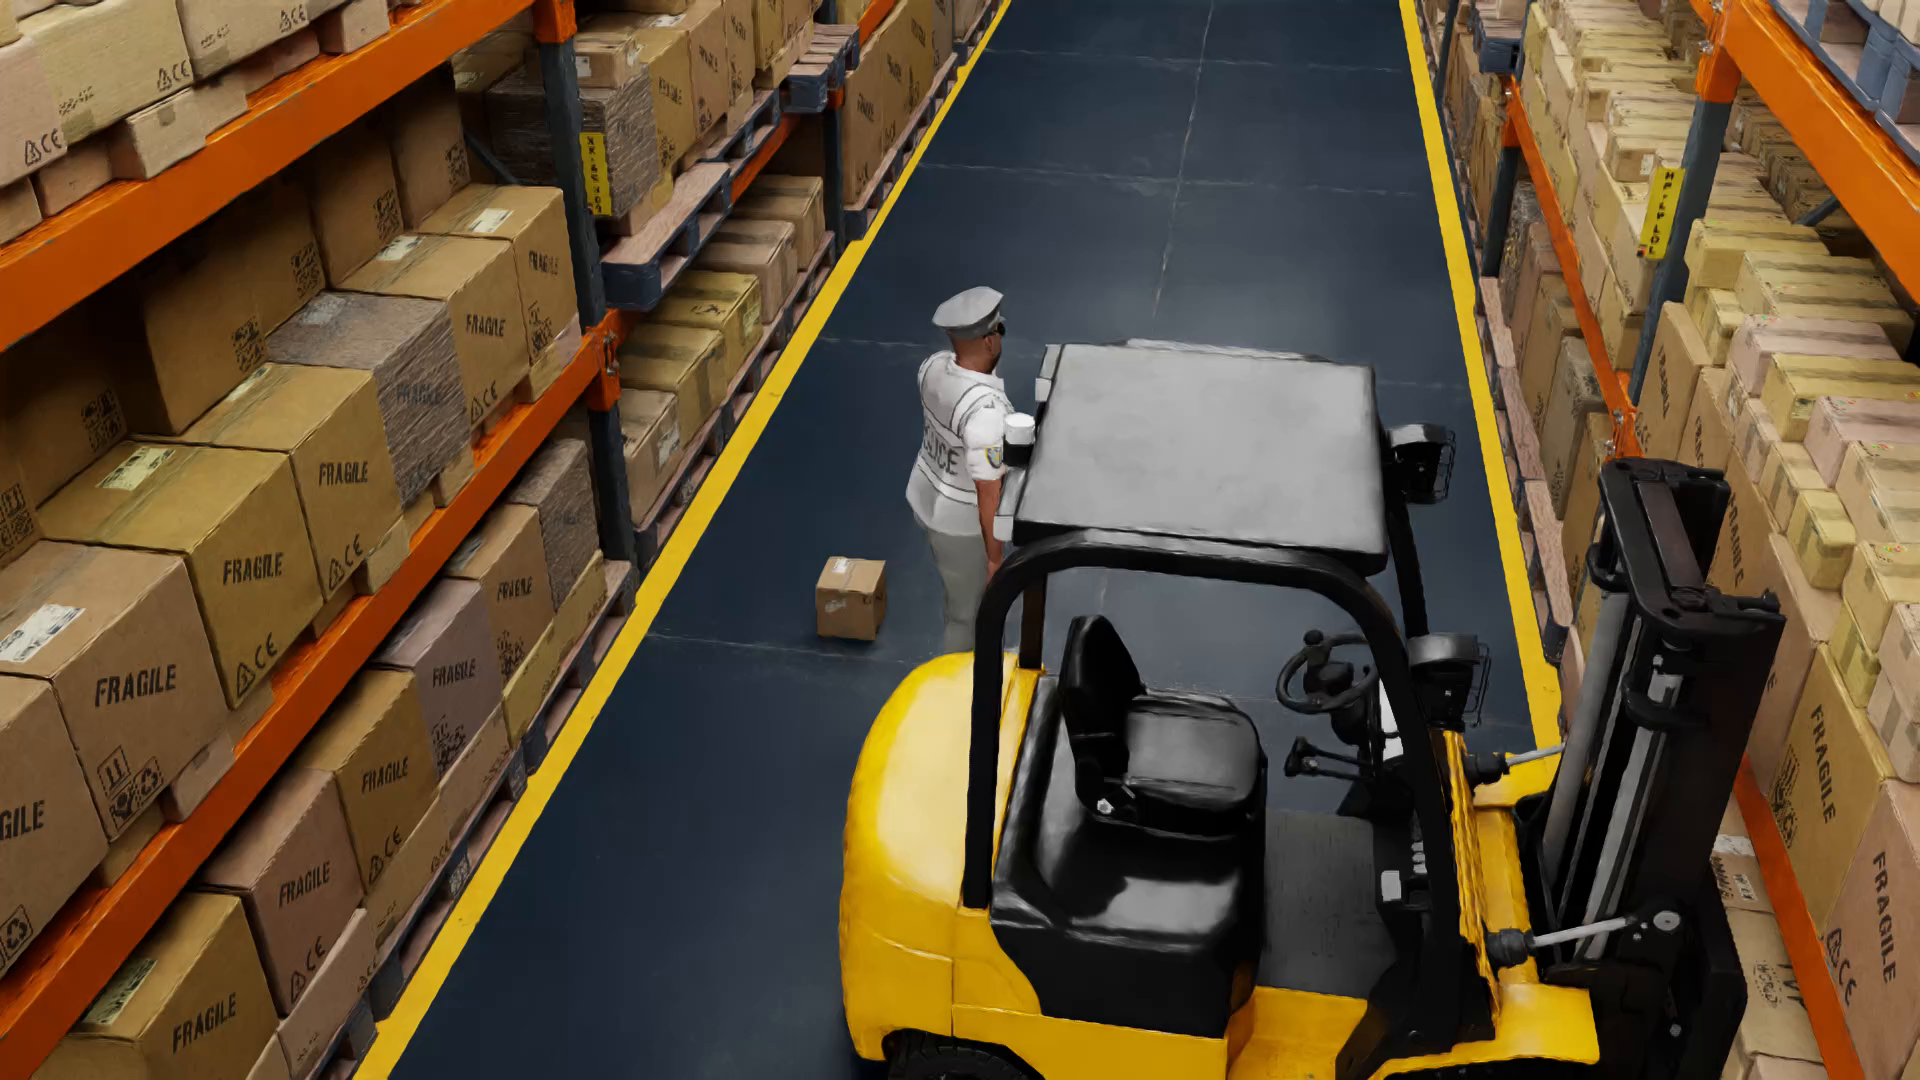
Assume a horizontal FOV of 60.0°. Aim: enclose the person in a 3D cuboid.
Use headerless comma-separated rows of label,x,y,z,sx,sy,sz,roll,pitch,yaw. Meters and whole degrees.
person,0.102,-0.093,6.233,0.544,1.769,0.590,-13,34,-19
